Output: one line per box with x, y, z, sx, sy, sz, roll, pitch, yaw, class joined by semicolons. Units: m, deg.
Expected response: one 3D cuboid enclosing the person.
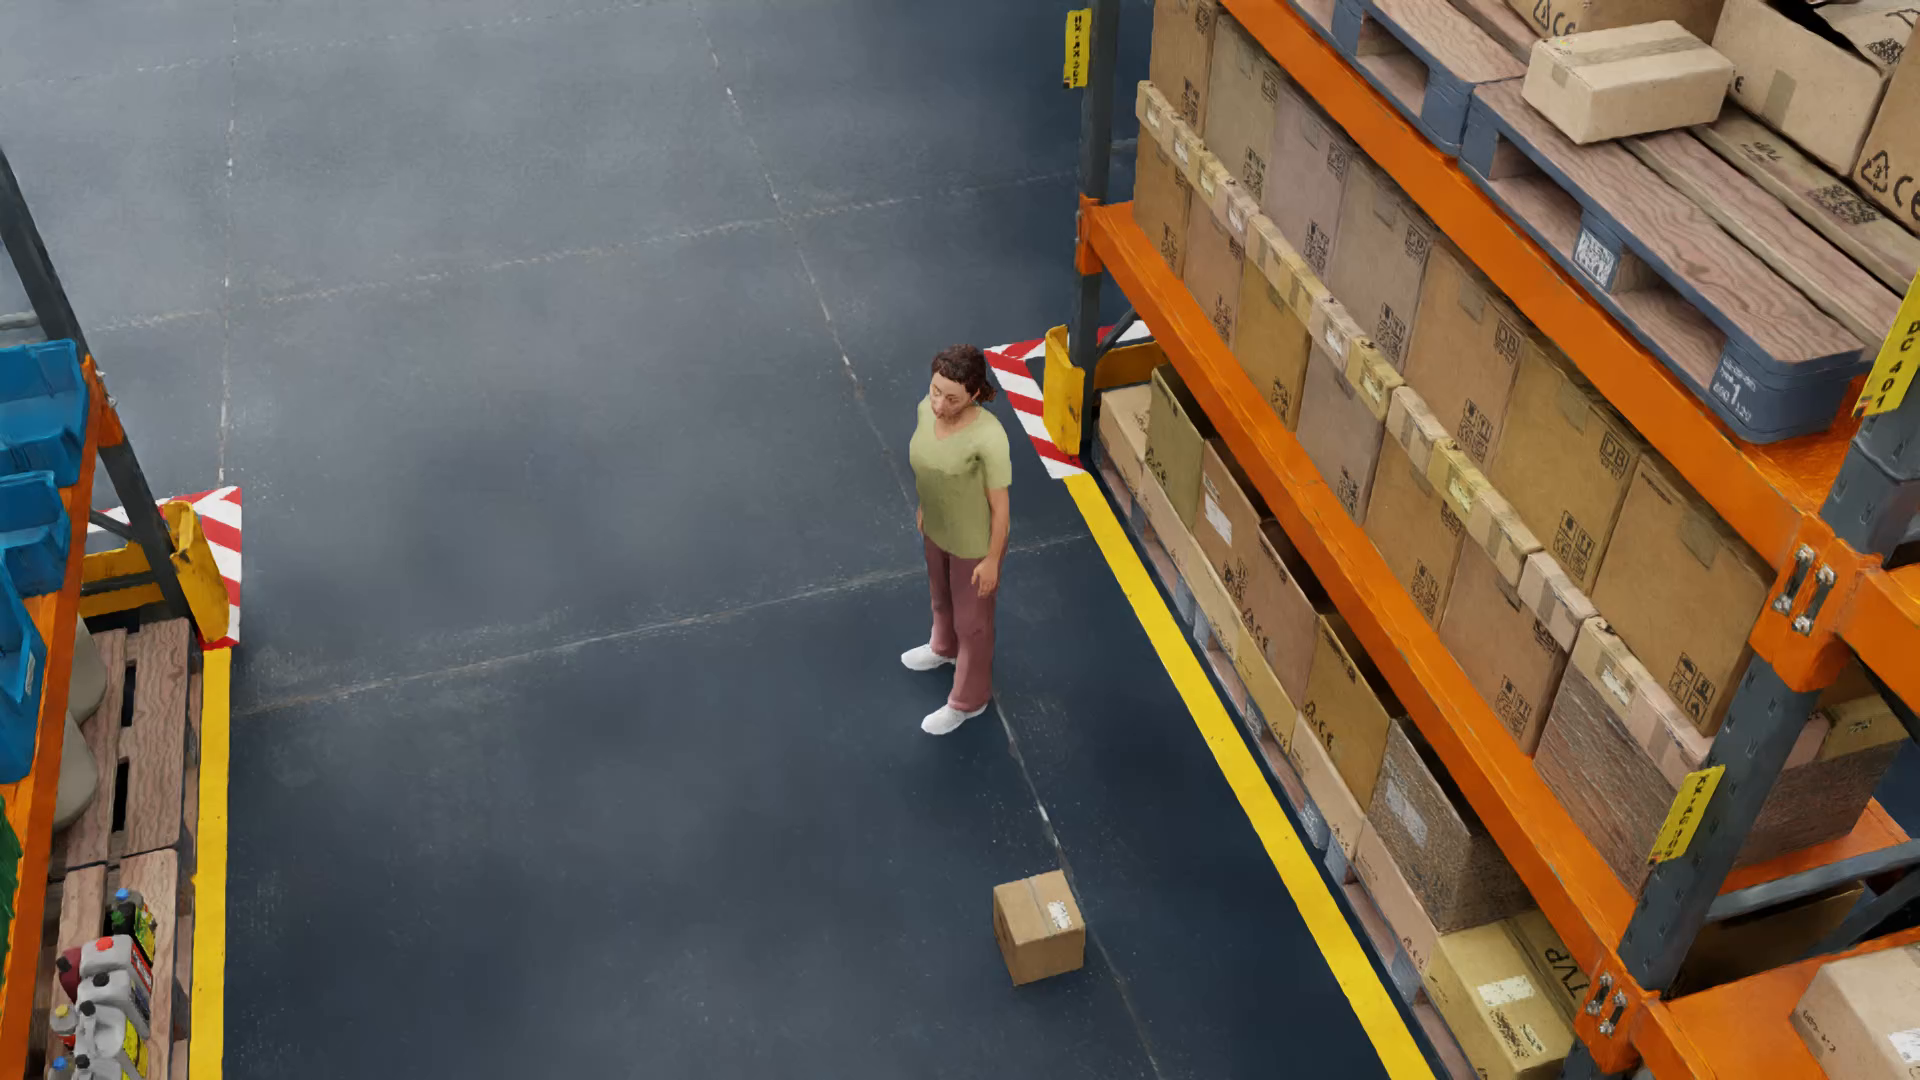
-0.052;-0.002;6.125;0.451;1.679;0.524;-29;50;-28;person
